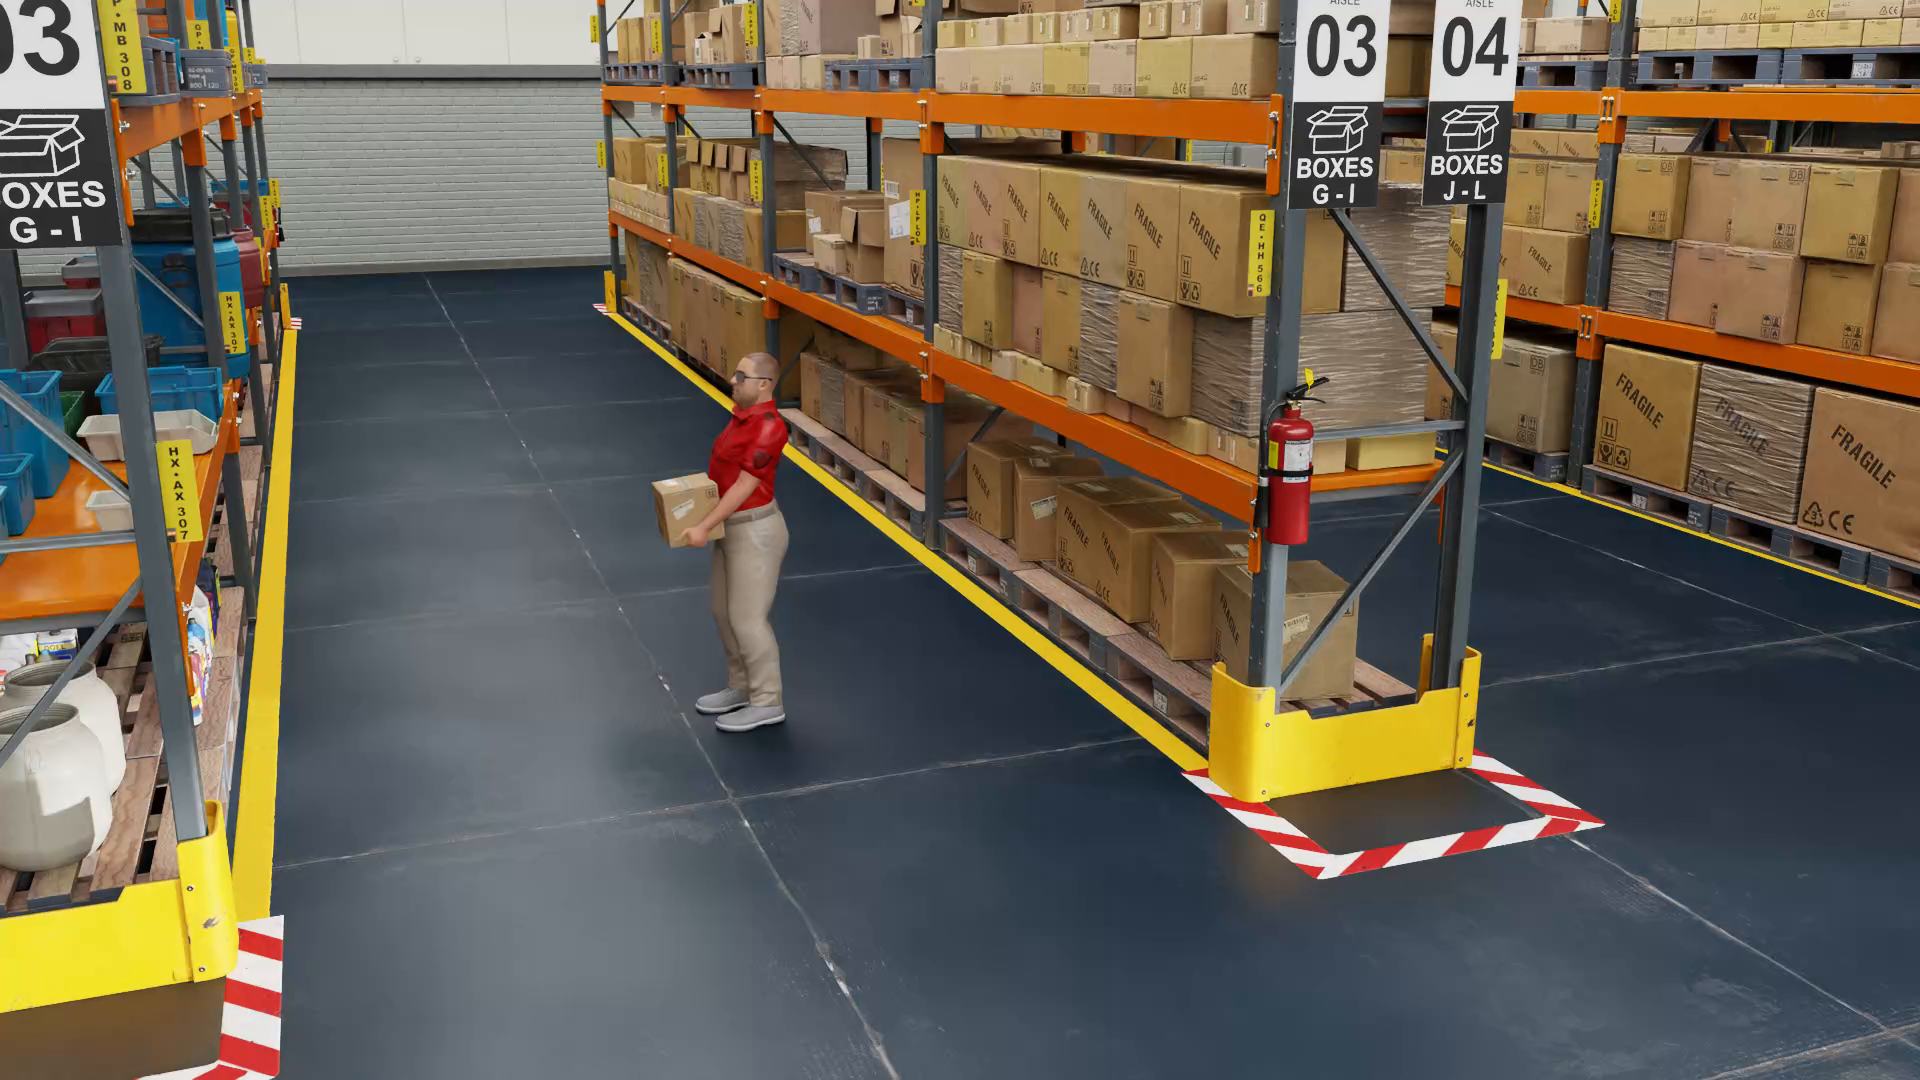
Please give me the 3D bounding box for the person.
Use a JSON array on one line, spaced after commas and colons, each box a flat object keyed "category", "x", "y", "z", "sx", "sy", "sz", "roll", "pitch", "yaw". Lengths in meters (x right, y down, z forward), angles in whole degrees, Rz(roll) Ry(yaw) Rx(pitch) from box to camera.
[{"category": "person", "x": -1.050, "y": 0.005, "z": 7.560, "sx": 0.530, "sy": 1.712, "sz": 0.493, "roll": -6, "pitch": 16, "yaw": -20}]
